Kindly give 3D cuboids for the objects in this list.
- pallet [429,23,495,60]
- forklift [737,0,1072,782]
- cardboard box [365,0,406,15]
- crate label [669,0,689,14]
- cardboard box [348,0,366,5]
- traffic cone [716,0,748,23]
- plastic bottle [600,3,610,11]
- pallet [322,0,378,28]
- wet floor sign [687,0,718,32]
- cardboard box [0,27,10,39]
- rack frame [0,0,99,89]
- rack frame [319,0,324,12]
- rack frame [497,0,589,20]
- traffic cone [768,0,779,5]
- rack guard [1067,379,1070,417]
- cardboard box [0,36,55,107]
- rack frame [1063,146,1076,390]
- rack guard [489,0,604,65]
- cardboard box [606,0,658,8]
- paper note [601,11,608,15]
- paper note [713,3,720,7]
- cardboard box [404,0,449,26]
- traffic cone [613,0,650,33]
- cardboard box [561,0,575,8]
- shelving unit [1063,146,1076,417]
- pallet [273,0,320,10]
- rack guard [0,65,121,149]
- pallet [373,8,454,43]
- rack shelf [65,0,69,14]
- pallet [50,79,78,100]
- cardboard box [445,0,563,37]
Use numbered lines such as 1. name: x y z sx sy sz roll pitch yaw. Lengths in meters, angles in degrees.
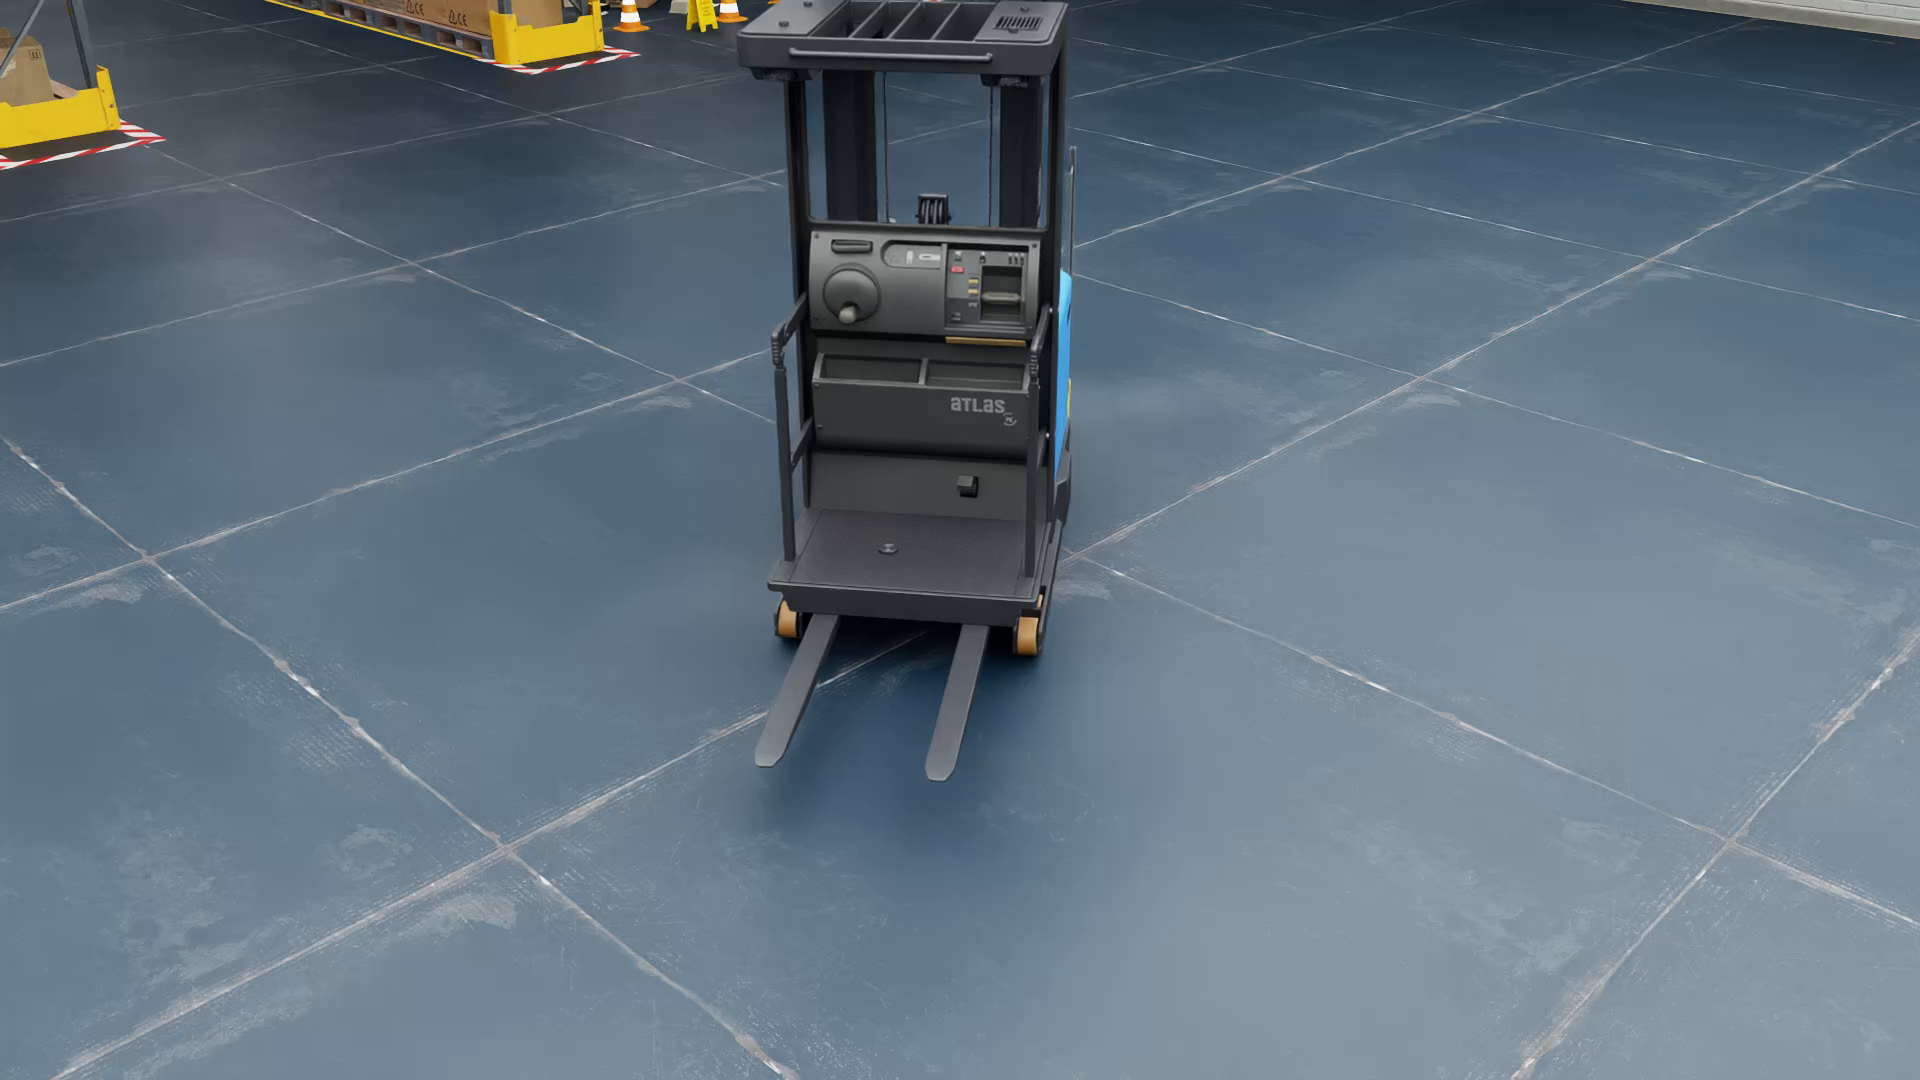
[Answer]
1. pallet: -4.924 -5.410 17.811 1.213 0.211 1.003 25 36 38
2. forklift: -0.172 -0.993 6.489 1.130 2.935 3.031 4 28 7
3. cardboard box: -6.107 -6.438 18.603 0.875 0.875 0.875 25 37 39
4. crate label: -3.252 -6.287 19.559 0.298 0.136 0.250 7 29 13
5. cardboard box: -6.752 -6.731 19.160 0.875 0.875 0.875 -25 36 -38
6. traffic cone: -2.648 -6.195 19.034 0.334 0.463 0.336 25 36 38
7. plastic bottle: -4.302 -6.325 19.713 0.283 0.061 0.133 12 30 22
8. pallet: -6.664 -6.206 19.326 1.213 0.211 1.003 25 36 38
9. wet floor sign: -2.890 -6.015 18.495 0.232 0.644 0.267 18 33 30
10. cardboard box: -8.732 -4.268 14.879 0.500 0.500 0.500 -15 31 -27
11. rack frame: -7.849 -4.796 13.648 0.127 3.000 1.000 25 36 38
12. rack frame: -7.151 -7.714 19.198 0.127 3.000 1.000 25 36 38
13. rack frame: -4.299 -6.409 16.716 0.127 3.000 1.000 25 36 38
14. traffic cone: -2.112 -6.674 19.946 0.334 0.463 0.336 25 36 38
15. rack guard: 0.517 -0.617 8.654 0.087 0.250 0.587 3 28 5
16. cardboard box: -8.282 -4.085 14.530 0.500 0.500 0.500 -18 33 -30
17. rack frame: 0.537 -1.169 8.362 0.032 1.500 0.500 3 28 5
18. rack guard: -4.282 -5.295 17.283 0.348 0.500 1.175 25 36 38
19. cardboard box: -3.928 -6.713 19.976 0.637 0.503 0.797 2 28 4
20. paper note: -4.197 -6.156 19.426 0.144 0.017 0.142 -13 30 -22
21. paper note: -2.970 -6.419 19.924 0.142 0.019 0.148 12 30 22
22. cardboard box: -5.458 -6.140 18.036 0.875 0.875 0.875 24 36 38
23. traffic cone: -3.682 -5.931 18.532 0.334 0.463 0.336 25 36 38
24. cardboard box: -4.634 -6.554 19.930 0.396 0.266 0.258 -18 33 -31
25. shelving unit: 0.022 -1.192 8.406 1.083 1.500 0.587 3 28 5
26. pallet: -7.754 -6.707 20.278 1.213 0.211 1.003 25 36 38
27. rack guard: -7.903 -3.714 14.277 0.348 0.500 1.175 25 36 38
28. pallet: -5.790 -5.808 18.568 1.213 0.211 1.003 25 36 38
29. rack shelf: -9.275 -5.130 15.056 4.000 0.370 1.077 25 36 38
30. pallet: -8.457 -3.863 14.871 1.213 0.211 1.003 25 36 38
31. cardboard box: -4.829 -5.854 17.492 0.875 0.875 0.875 25 37 39
